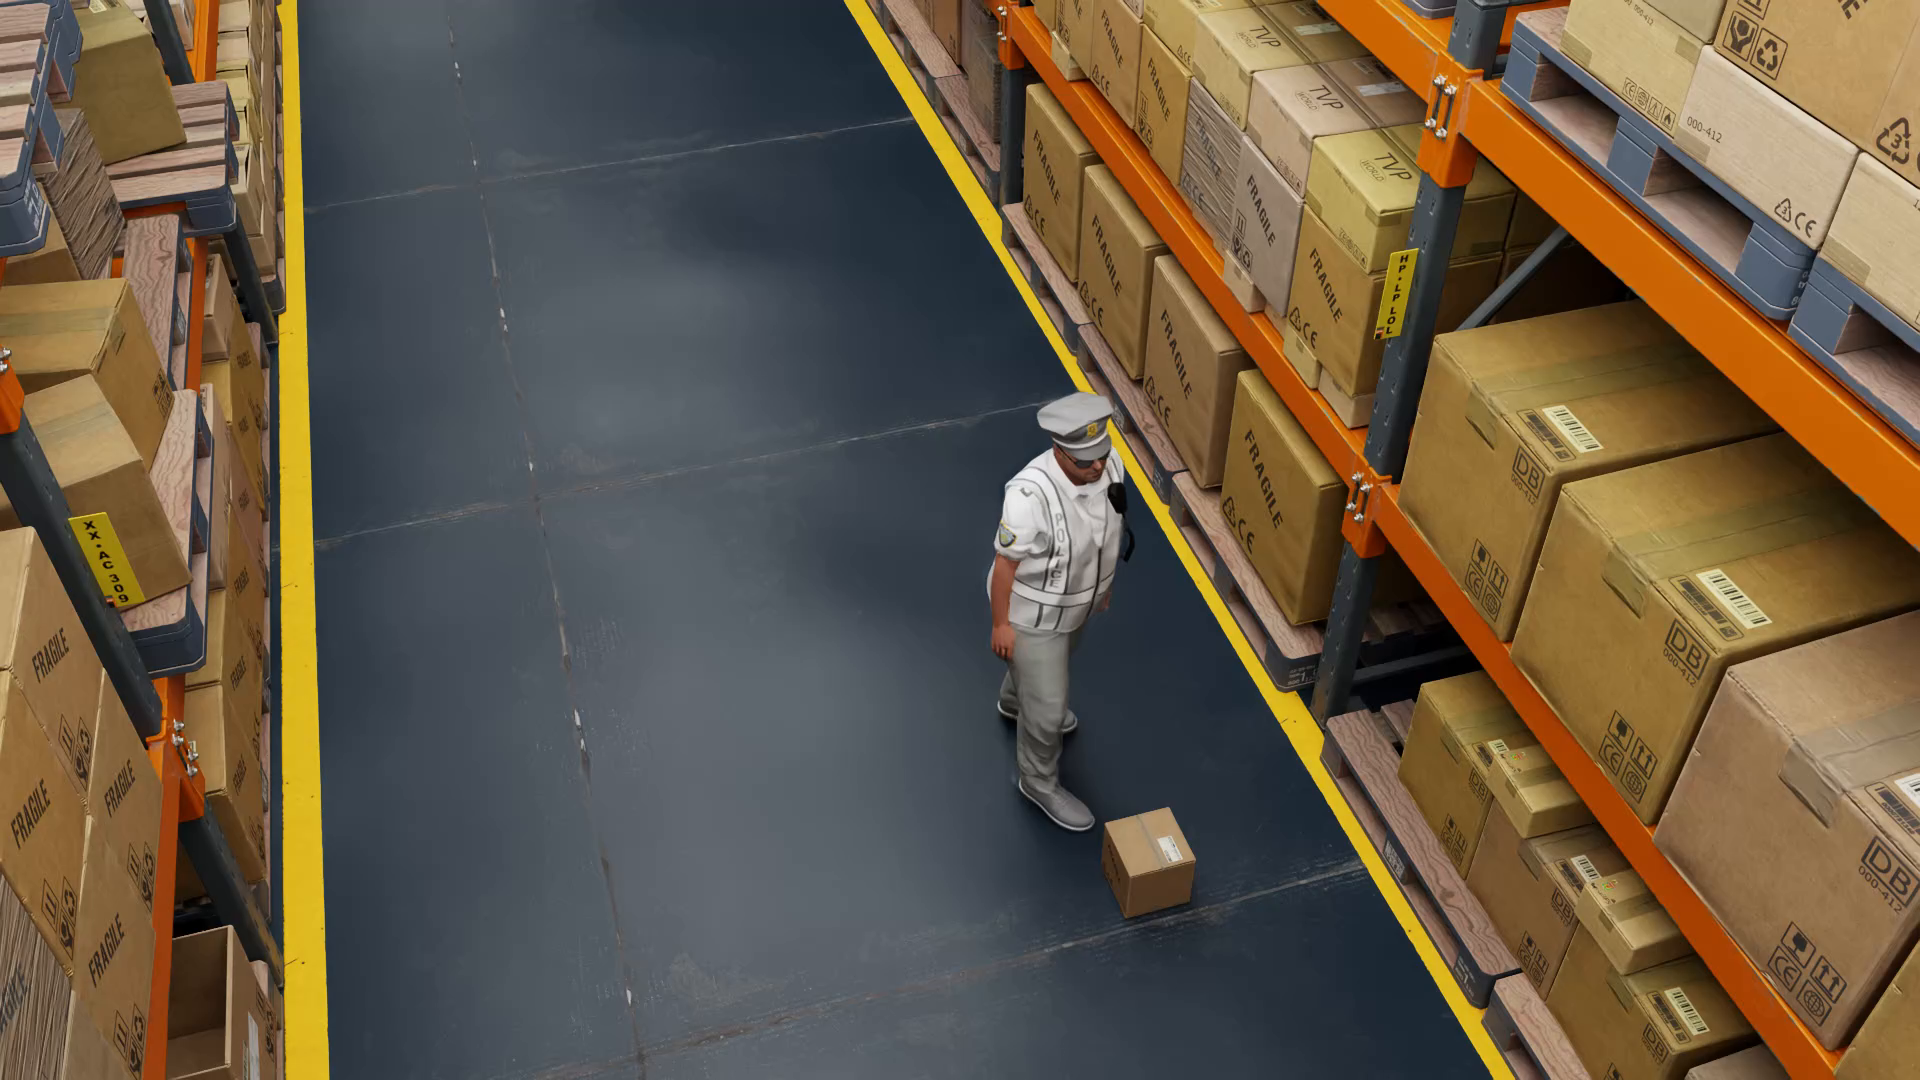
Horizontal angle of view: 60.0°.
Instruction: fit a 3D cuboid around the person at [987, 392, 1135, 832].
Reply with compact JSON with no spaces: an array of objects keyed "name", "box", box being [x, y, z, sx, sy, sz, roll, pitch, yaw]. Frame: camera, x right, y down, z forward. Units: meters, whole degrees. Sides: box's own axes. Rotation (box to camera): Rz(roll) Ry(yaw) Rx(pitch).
[{"name":"person","box":[0.356,0.208,5.903,0.663,1.759,0.564,33,51,31]}]
